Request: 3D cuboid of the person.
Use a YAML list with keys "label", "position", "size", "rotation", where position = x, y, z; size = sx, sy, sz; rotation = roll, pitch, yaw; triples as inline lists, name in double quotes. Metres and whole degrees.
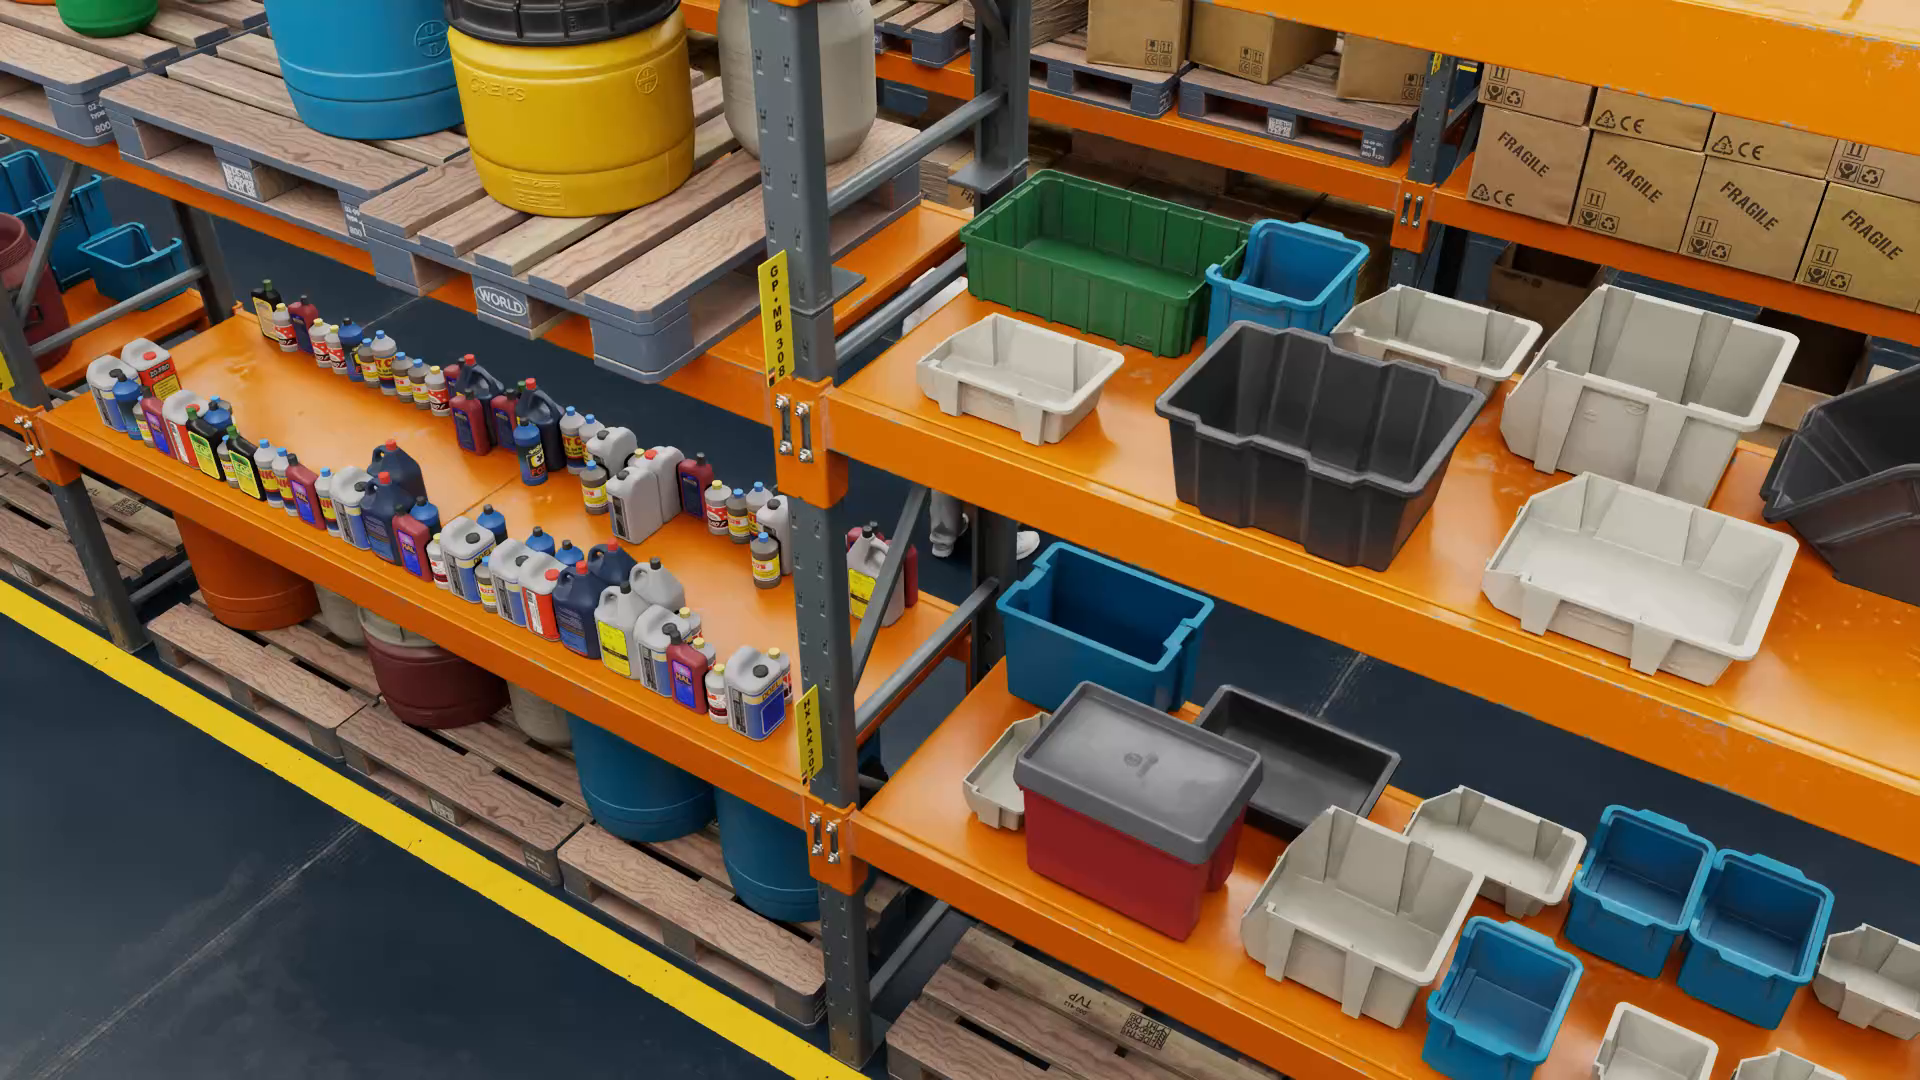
- label: "person"
  position: [0.045, -0.669, 7.552]
  size: [0.656, 1.774, 0.416]
  rotation: [20, 42, 24]
